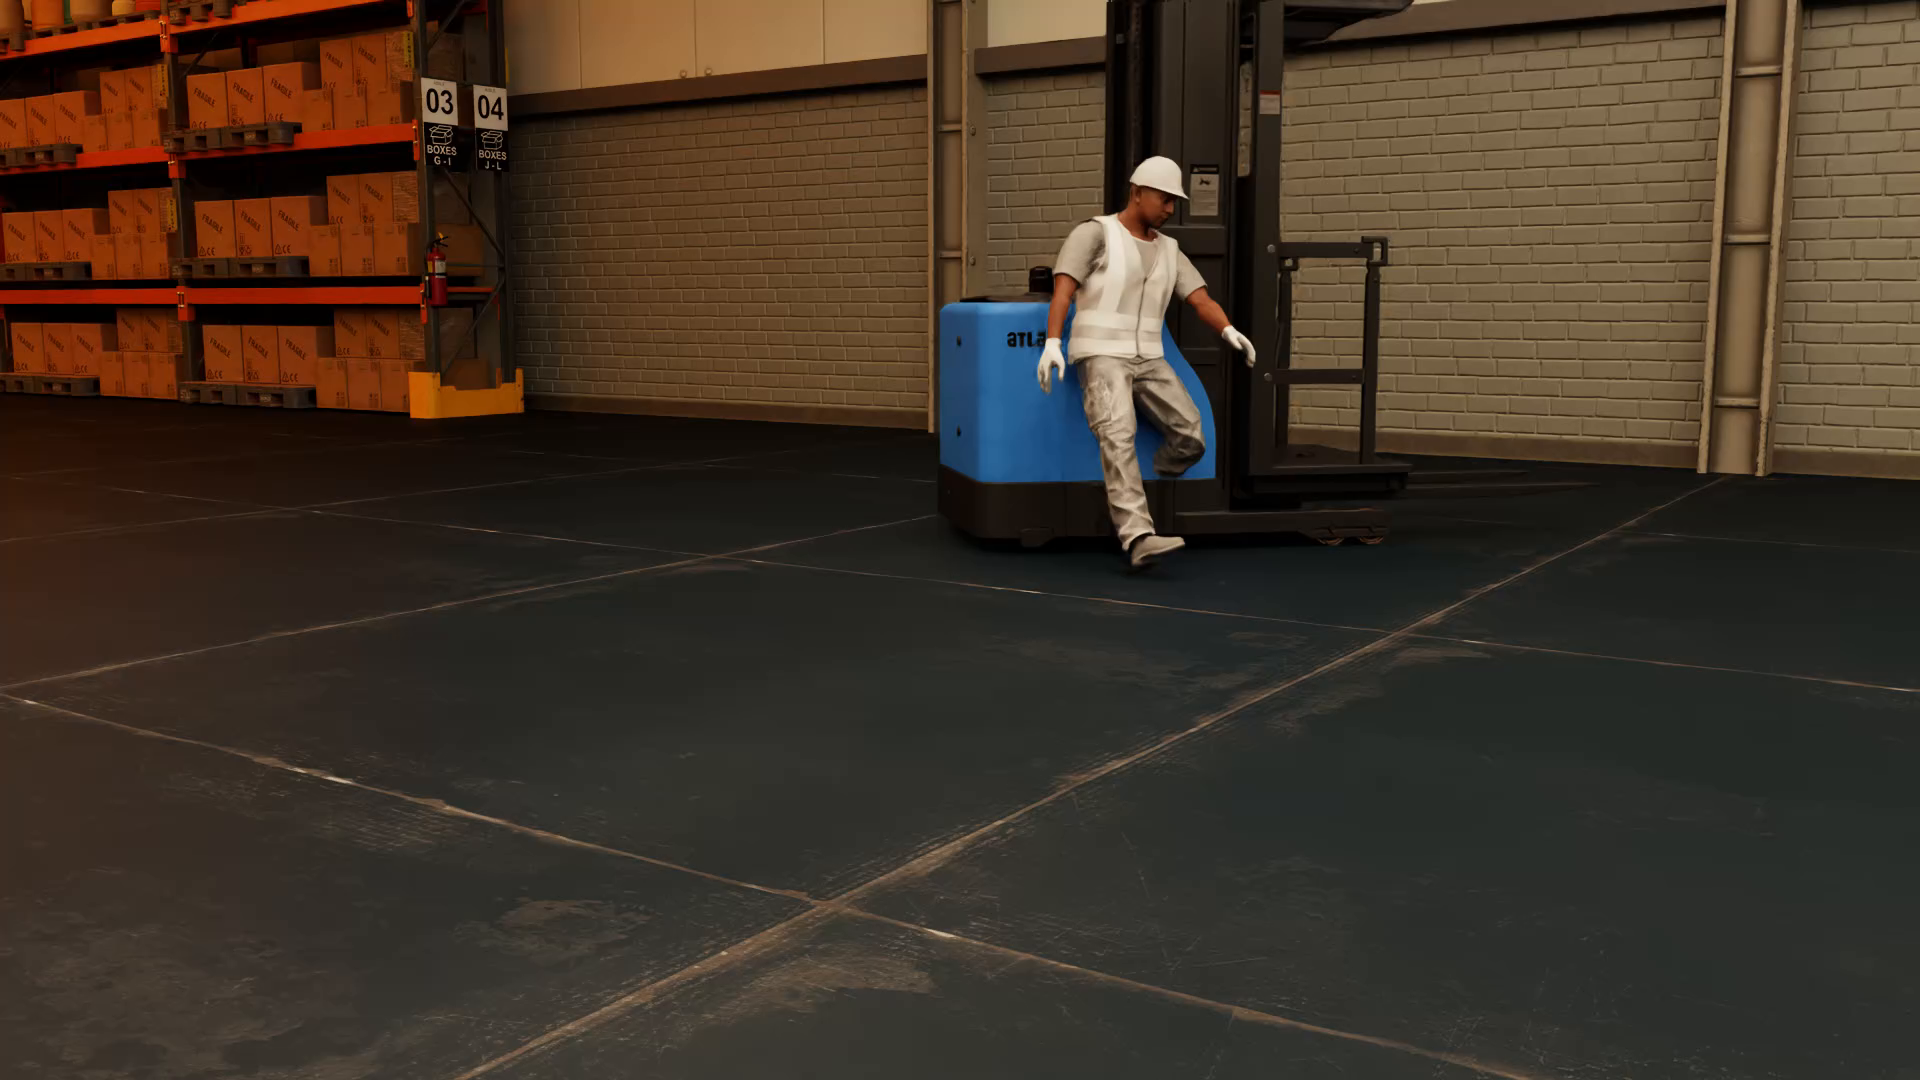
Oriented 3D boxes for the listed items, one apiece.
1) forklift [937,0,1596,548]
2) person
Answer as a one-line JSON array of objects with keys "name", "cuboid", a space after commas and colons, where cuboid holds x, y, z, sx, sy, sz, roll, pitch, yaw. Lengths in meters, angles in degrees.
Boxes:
[{"name": "forklift", "cuboid": [1.462, -1.496, 7.712, 3.031, 2.935, 1.130, -2, 8, -11]}, {"name": "person", "cuboid": [0.802, -0.749, 6.883, 0.904, 1.669, 0.961, -5, 9, -31]}]
